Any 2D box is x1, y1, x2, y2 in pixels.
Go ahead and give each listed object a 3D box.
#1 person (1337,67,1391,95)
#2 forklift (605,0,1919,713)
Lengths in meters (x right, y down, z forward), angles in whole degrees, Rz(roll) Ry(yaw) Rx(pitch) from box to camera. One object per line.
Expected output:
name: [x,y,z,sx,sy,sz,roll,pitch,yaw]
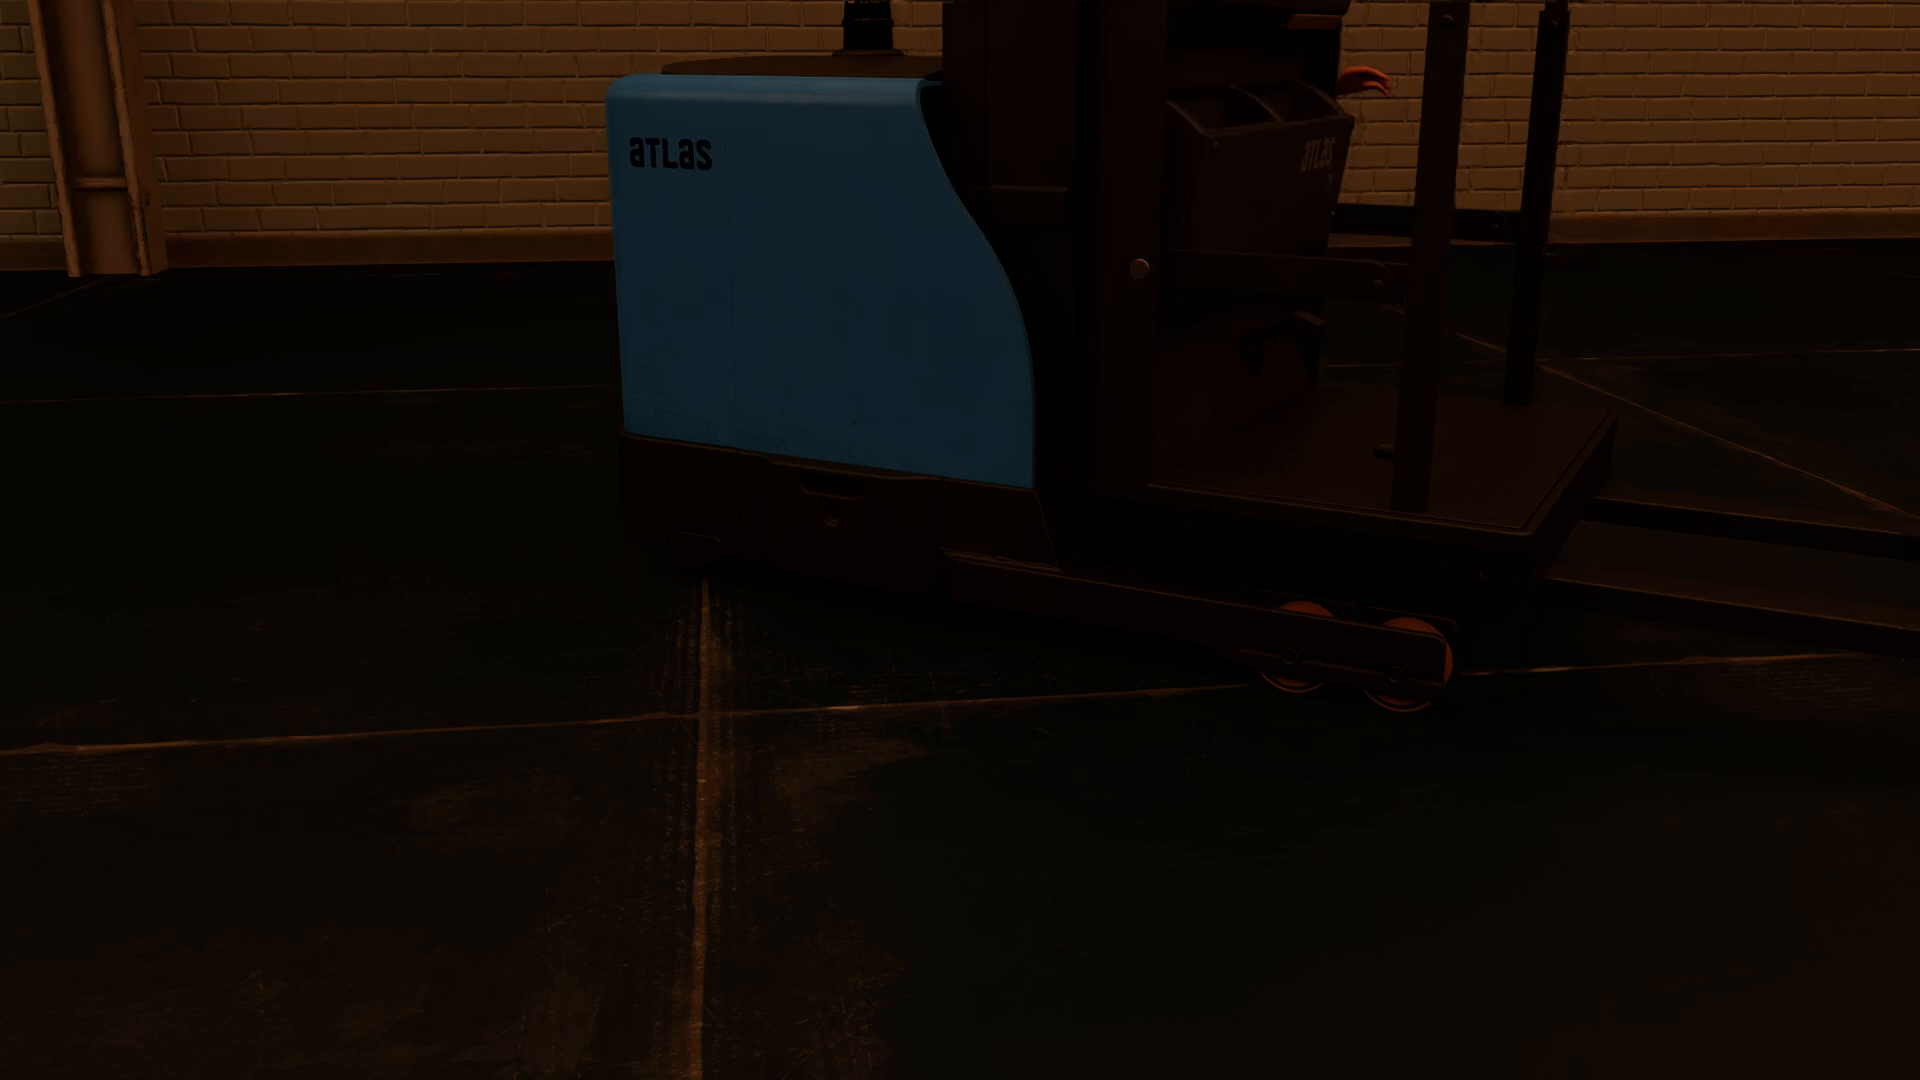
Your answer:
person: [0.798,-1.031,4.735,0.907,1.530,1.052,1,17,3]
forklift: [0.779,-1.272,3.106,3.031,2.935,1.130,9,19,27]
